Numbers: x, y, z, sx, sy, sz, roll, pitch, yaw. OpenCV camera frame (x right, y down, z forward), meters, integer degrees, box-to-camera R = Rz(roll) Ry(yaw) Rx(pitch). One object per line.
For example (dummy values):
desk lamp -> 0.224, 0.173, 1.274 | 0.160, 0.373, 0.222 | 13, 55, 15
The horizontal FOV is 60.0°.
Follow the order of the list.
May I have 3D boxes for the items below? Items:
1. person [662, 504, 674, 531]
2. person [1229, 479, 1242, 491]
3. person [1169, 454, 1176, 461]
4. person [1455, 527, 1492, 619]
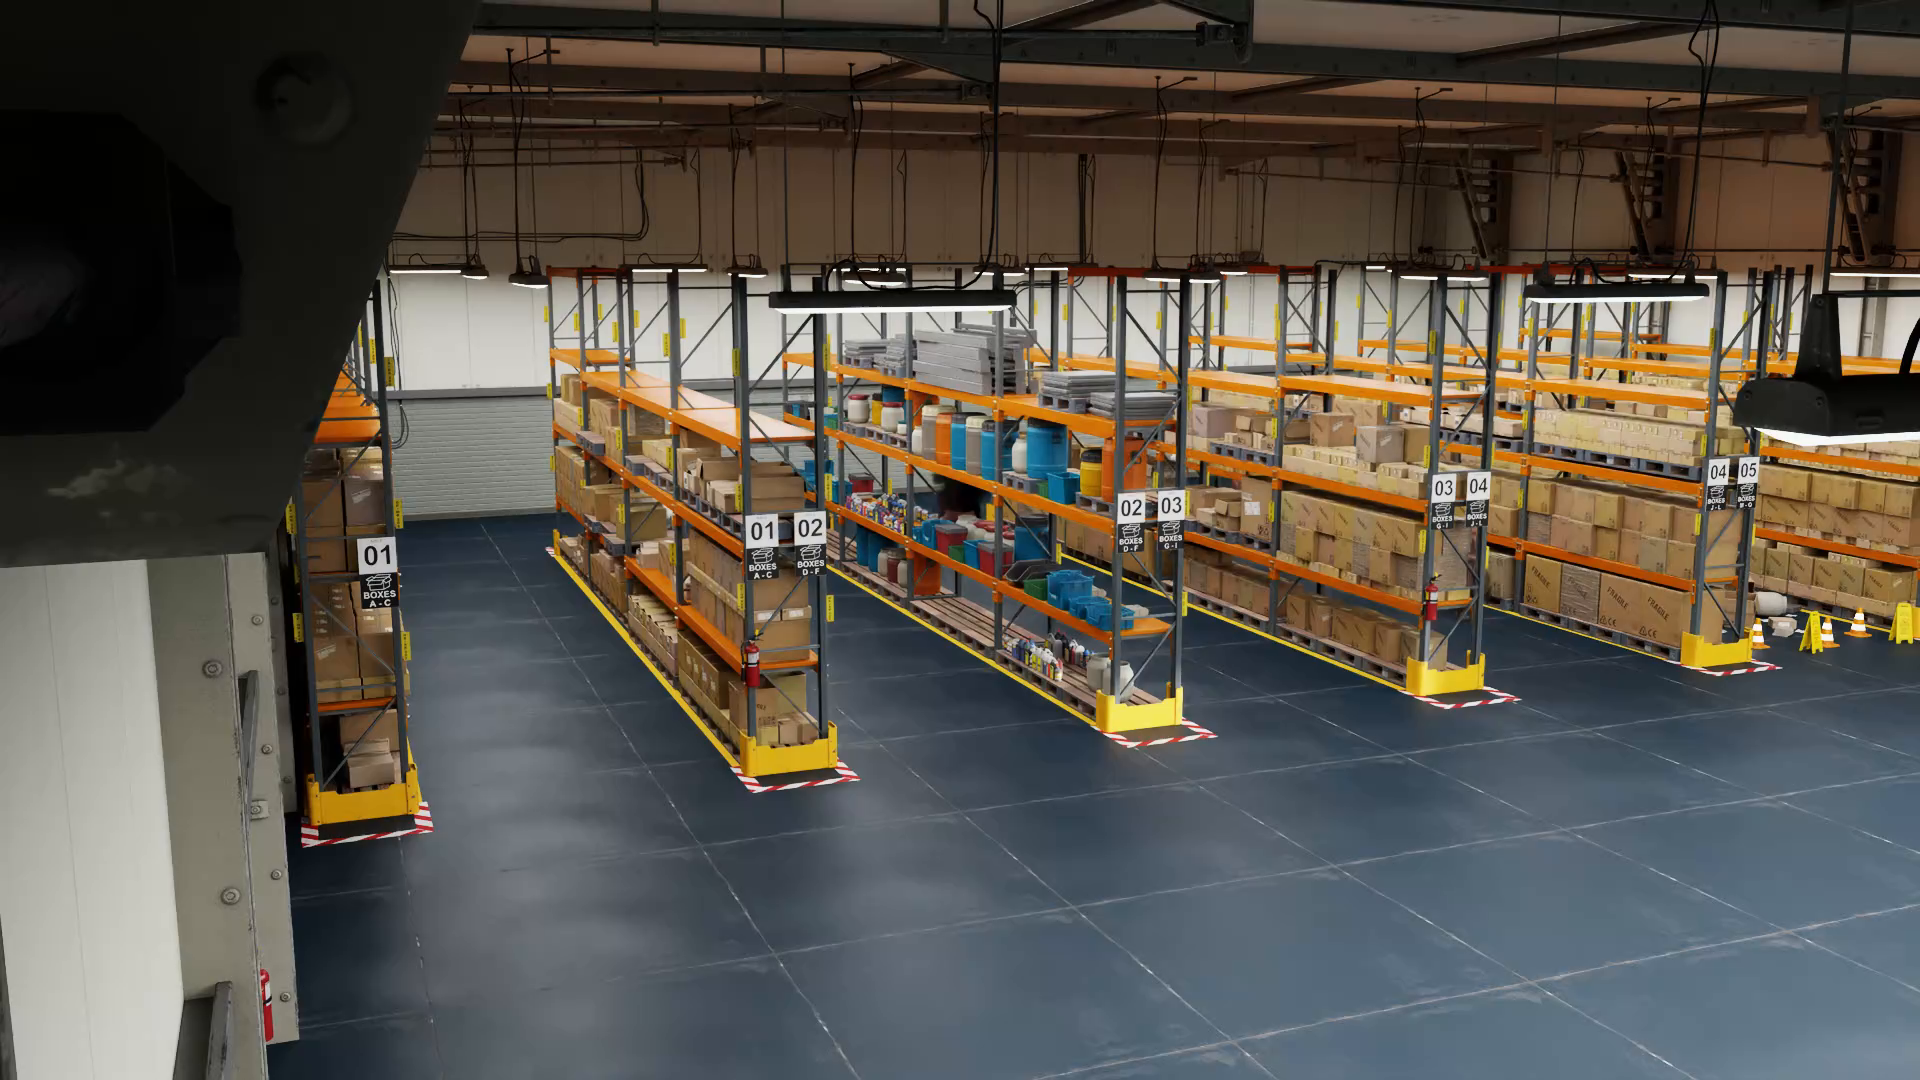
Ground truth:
person -> -6.130, -0.670, 35.398 | 1.002, 1.795, 0.745 | 8, 13, 40
person -> 7.089, -1.811, 42.301 | 0.687, 1.712, 0.584 | -3, 10, -16
person -> 5.379, -1.669, 41.449 | 0.564, 1.656, 0.541 | 9, 13, 41
person -> 8.839, 0.521, 28.550 | 0.706, 1.745, 0.693 | -4, 11, -24
